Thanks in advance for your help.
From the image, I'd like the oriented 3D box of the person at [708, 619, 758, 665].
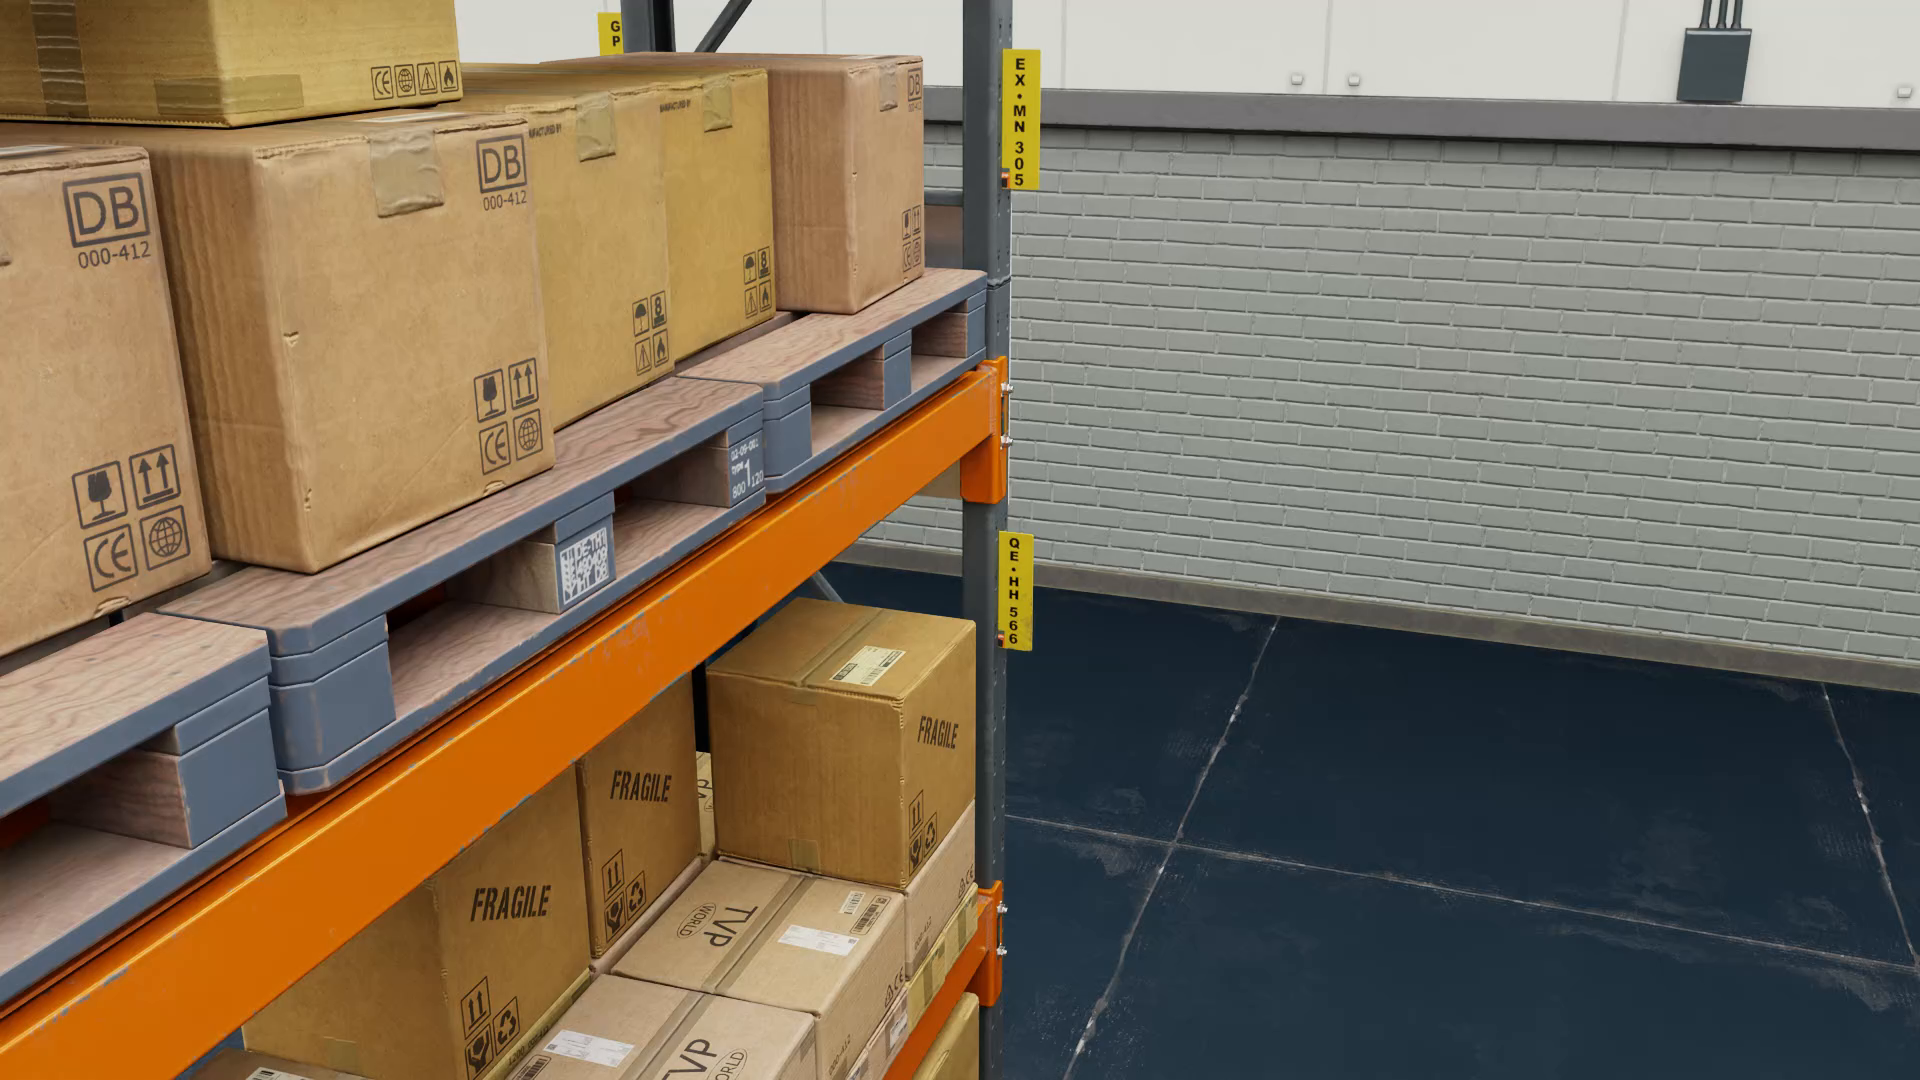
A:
[{"bbox_3d":[-1.123,0.299,8.214,0.347,1.590,0.472,5,20,16],"label":"person"}]
